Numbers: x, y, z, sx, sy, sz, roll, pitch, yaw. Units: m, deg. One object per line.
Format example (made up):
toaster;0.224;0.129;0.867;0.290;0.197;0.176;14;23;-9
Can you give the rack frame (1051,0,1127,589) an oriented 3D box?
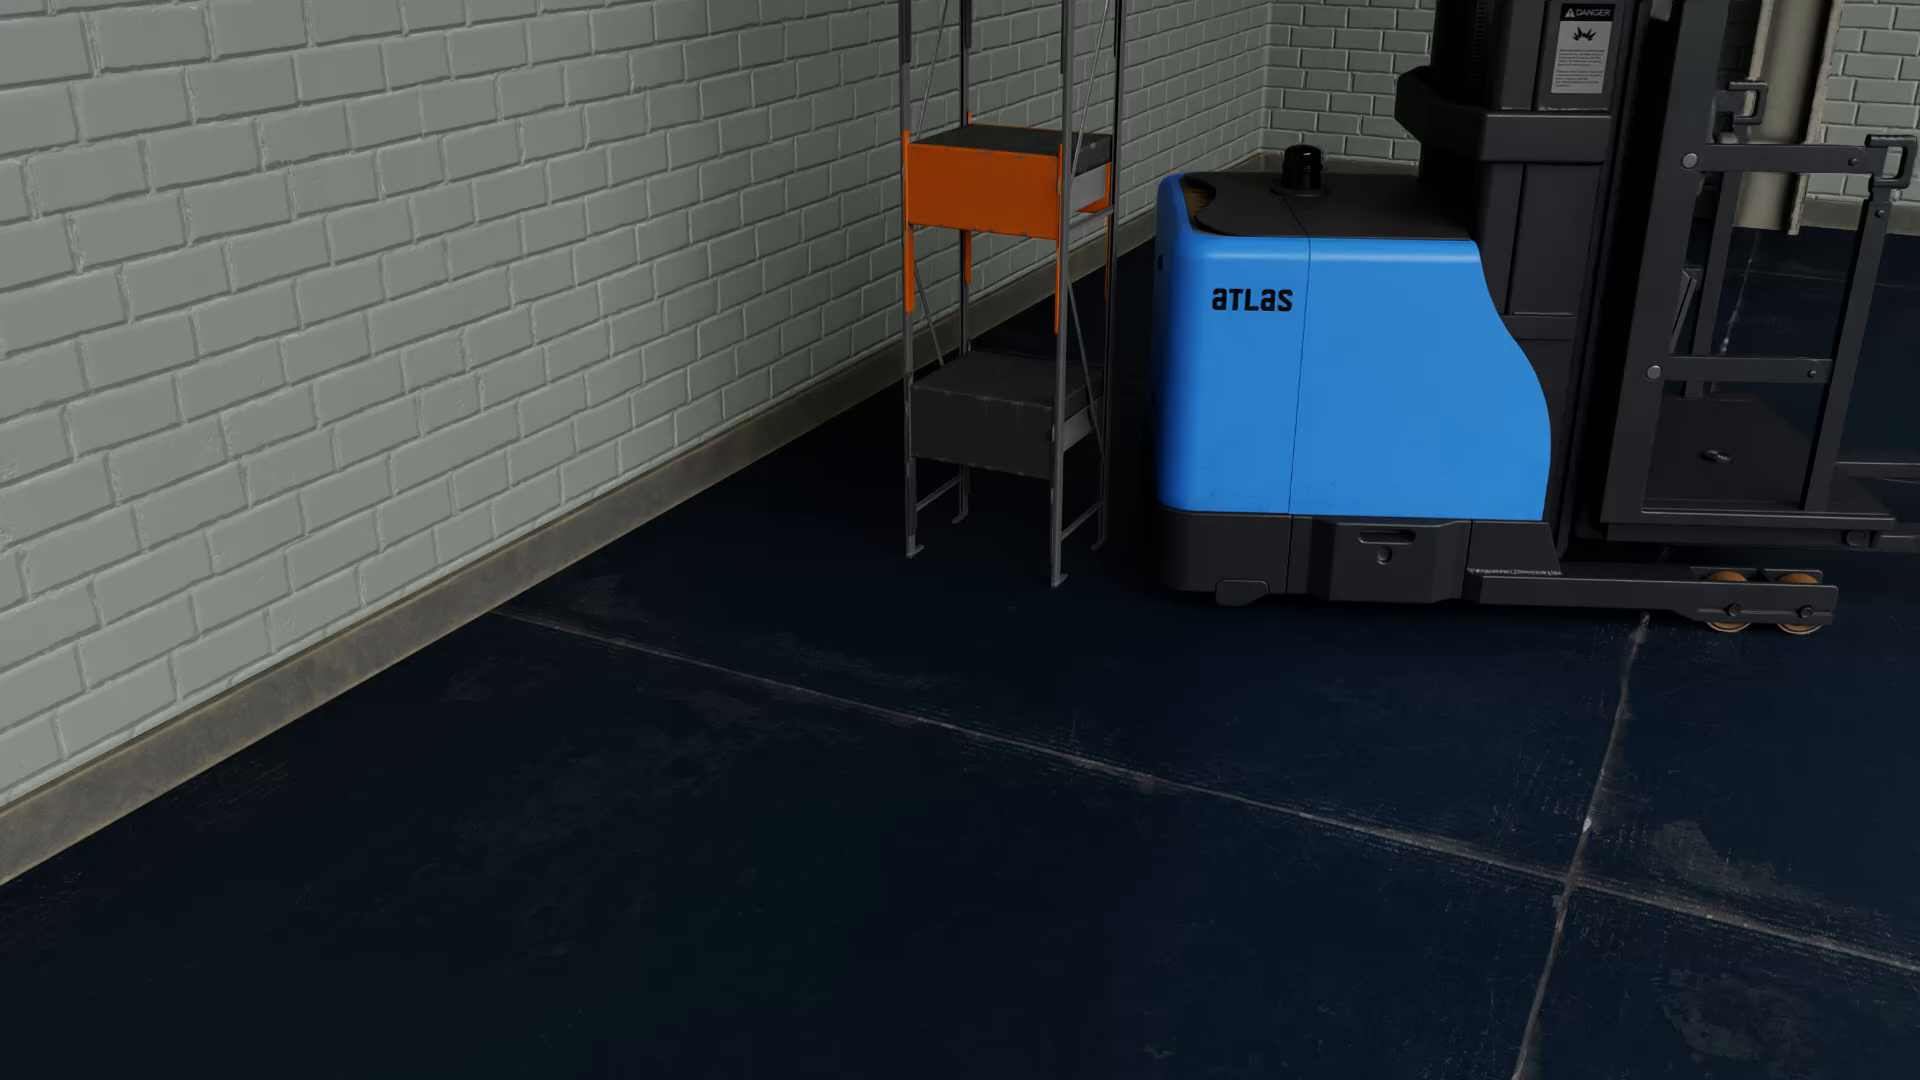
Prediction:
rack frame;0.365;-0.894;4.669;0.015;2.100;0.400;11;25;25

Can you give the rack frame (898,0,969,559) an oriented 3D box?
rack frame;-0.070;-0.980;4.872;0.015;2.100;0.400;11;25;25

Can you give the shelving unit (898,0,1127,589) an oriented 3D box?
shelving unit;0.148;-0.937;4.770;0.503;2.100;0.431;11;25;25

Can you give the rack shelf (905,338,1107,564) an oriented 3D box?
rack shelf;0.148;-0.280;5.050;0.480;0.518;0.431;11;25;25

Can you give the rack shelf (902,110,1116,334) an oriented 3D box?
rack shelf;0.148;-0.924;4.776;0.480;0.518;0.431;11;25;25

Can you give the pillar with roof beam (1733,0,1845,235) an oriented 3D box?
pillar with roof beam;2.600;-4.419;4.142;0.400;9.000;9.100;11;25;25

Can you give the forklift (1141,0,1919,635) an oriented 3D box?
forklift;2.090;-1.302;4.566;3.031;2.935;1.130;2;23;4

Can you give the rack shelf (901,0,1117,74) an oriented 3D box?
rack shelf;0.148;-1.569;4.502;0.480;0.518;0.431;11;25;25
